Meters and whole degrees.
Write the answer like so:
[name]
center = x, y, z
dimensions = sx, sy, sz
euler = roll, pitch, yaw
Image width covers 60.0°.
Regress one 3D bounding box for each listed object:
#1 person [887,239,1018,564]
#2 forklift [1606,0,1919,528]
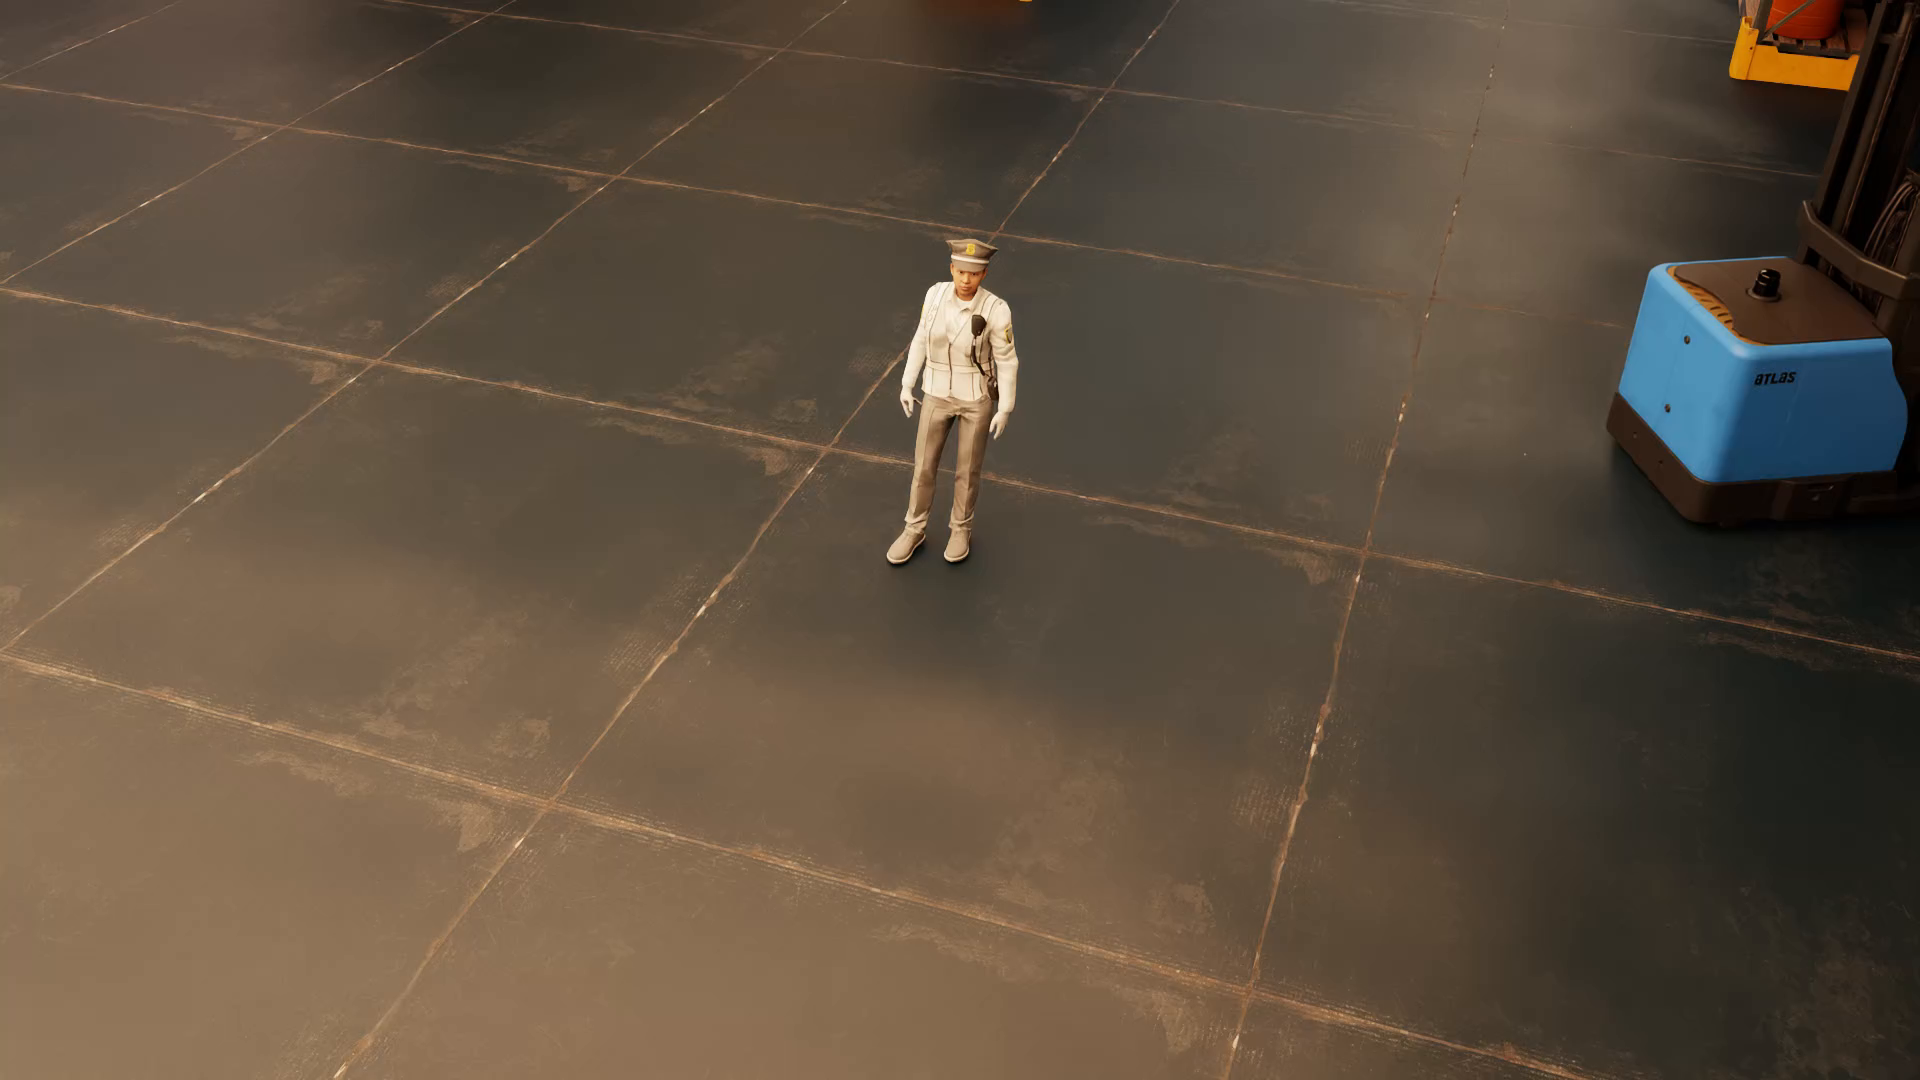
[person]
center = -0.029, -0.661, 8.100
dimensions = 0.587, 1.695, 0.531
euler = 12, 37, 16
[forklift]
center = 5.216, -1.633, 8.414
dimensions = 3.031, 2.935, 1.130
euler = -4, 36, -6
